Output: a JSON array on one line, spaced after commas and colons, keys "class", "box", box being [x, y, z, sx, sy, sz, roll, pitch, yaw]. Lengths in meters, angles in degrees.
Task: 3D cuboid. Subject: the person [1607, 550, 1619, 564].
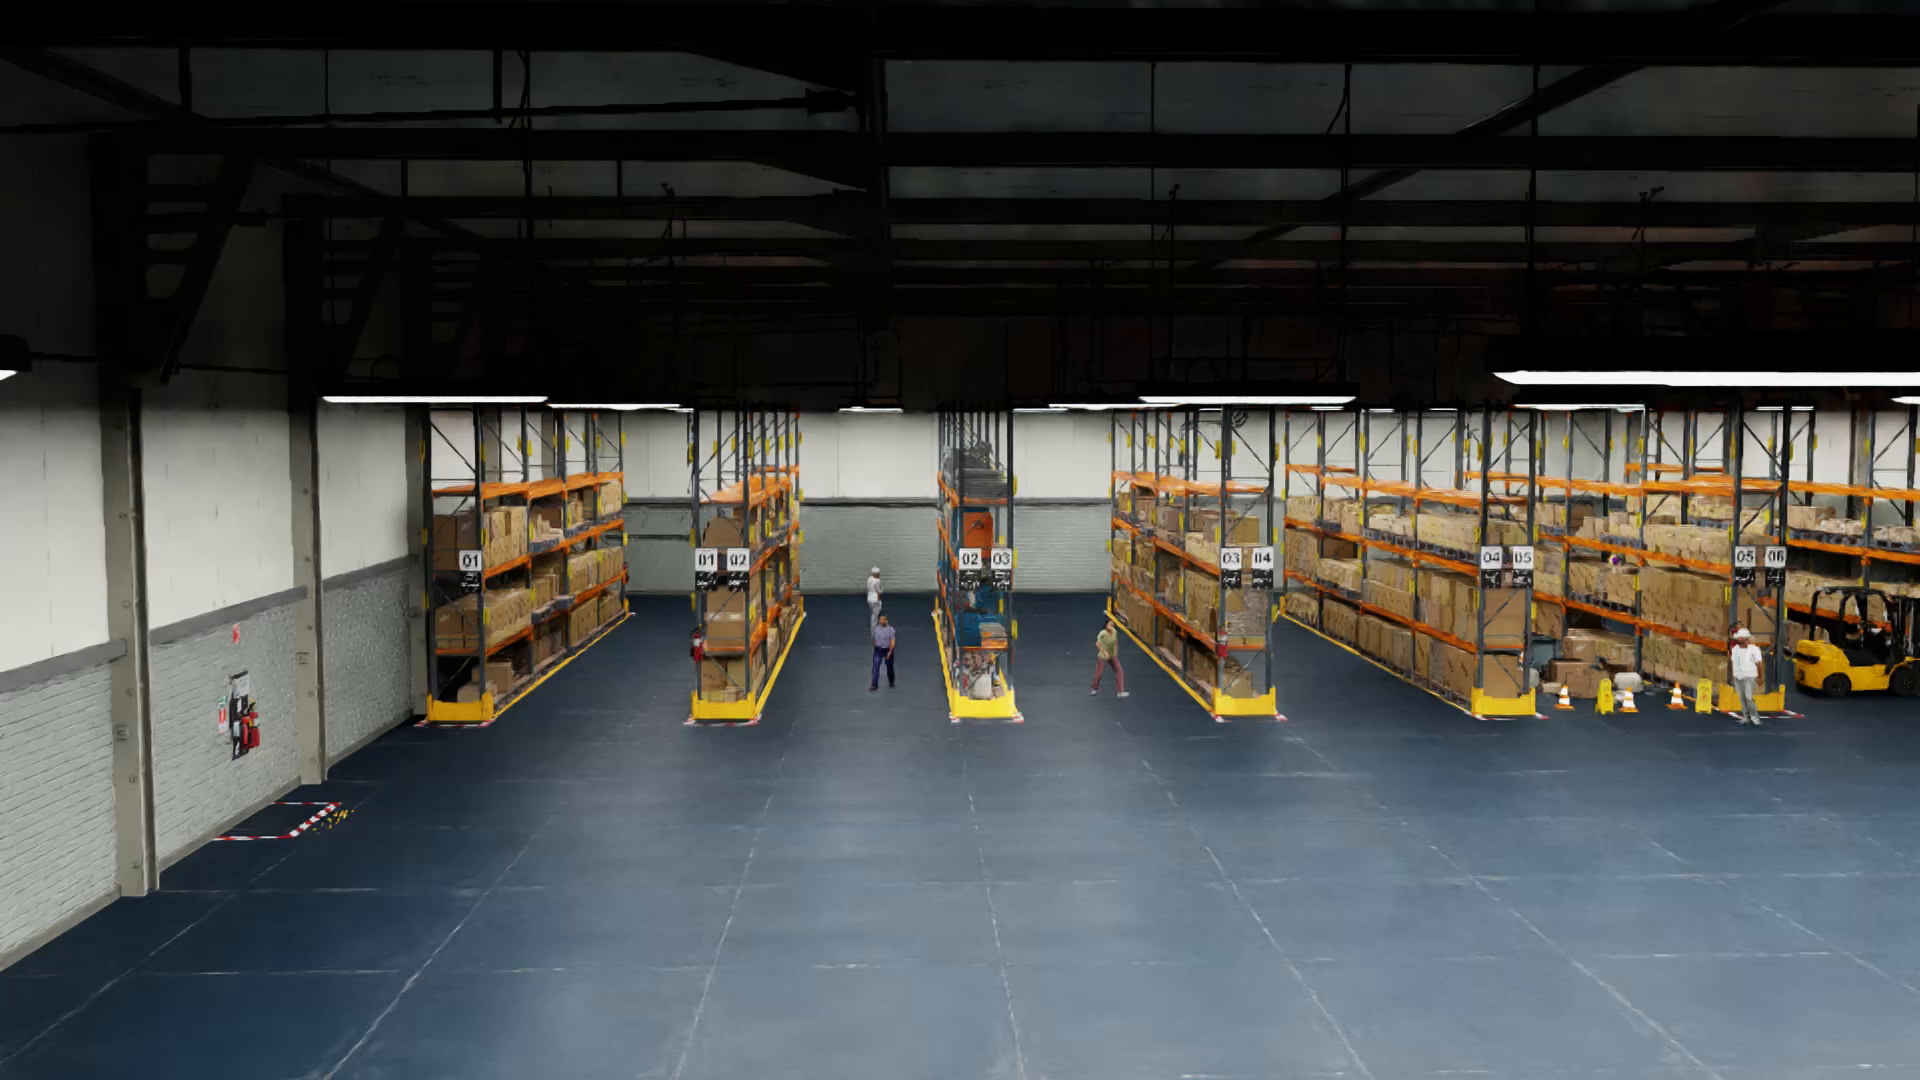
[{"class": "person", "box": [19.501, 1.050, 49.898, 0.429, 1.756, 0.680, -2, 5, -29]}]

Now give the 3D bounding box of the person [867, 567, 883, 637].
[{"class": "person", "box": [-2.143, 1.572, 42.674, 0.477, 1.789, 0.634, -2, 5, -28]}]

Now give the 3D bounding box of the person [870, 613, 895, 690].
[{"class": "person", "box": [-1.571, 2.303, 34.434, 0.479, 1.577, 0.985, 1, 4, 7]}]

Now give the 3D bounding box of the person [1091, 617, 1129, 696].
[{"class": "person", "box": [2.998, 2.351, 33.722, 0.621, 1.604, 0.814, -1, 5, -19]}]

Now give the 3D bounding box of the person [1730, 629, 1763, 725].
[{"class": "person", "box": [14.462, 2.512, 30.574, 0.398, 1.760, 0.652, -3, 5, -31]}]
